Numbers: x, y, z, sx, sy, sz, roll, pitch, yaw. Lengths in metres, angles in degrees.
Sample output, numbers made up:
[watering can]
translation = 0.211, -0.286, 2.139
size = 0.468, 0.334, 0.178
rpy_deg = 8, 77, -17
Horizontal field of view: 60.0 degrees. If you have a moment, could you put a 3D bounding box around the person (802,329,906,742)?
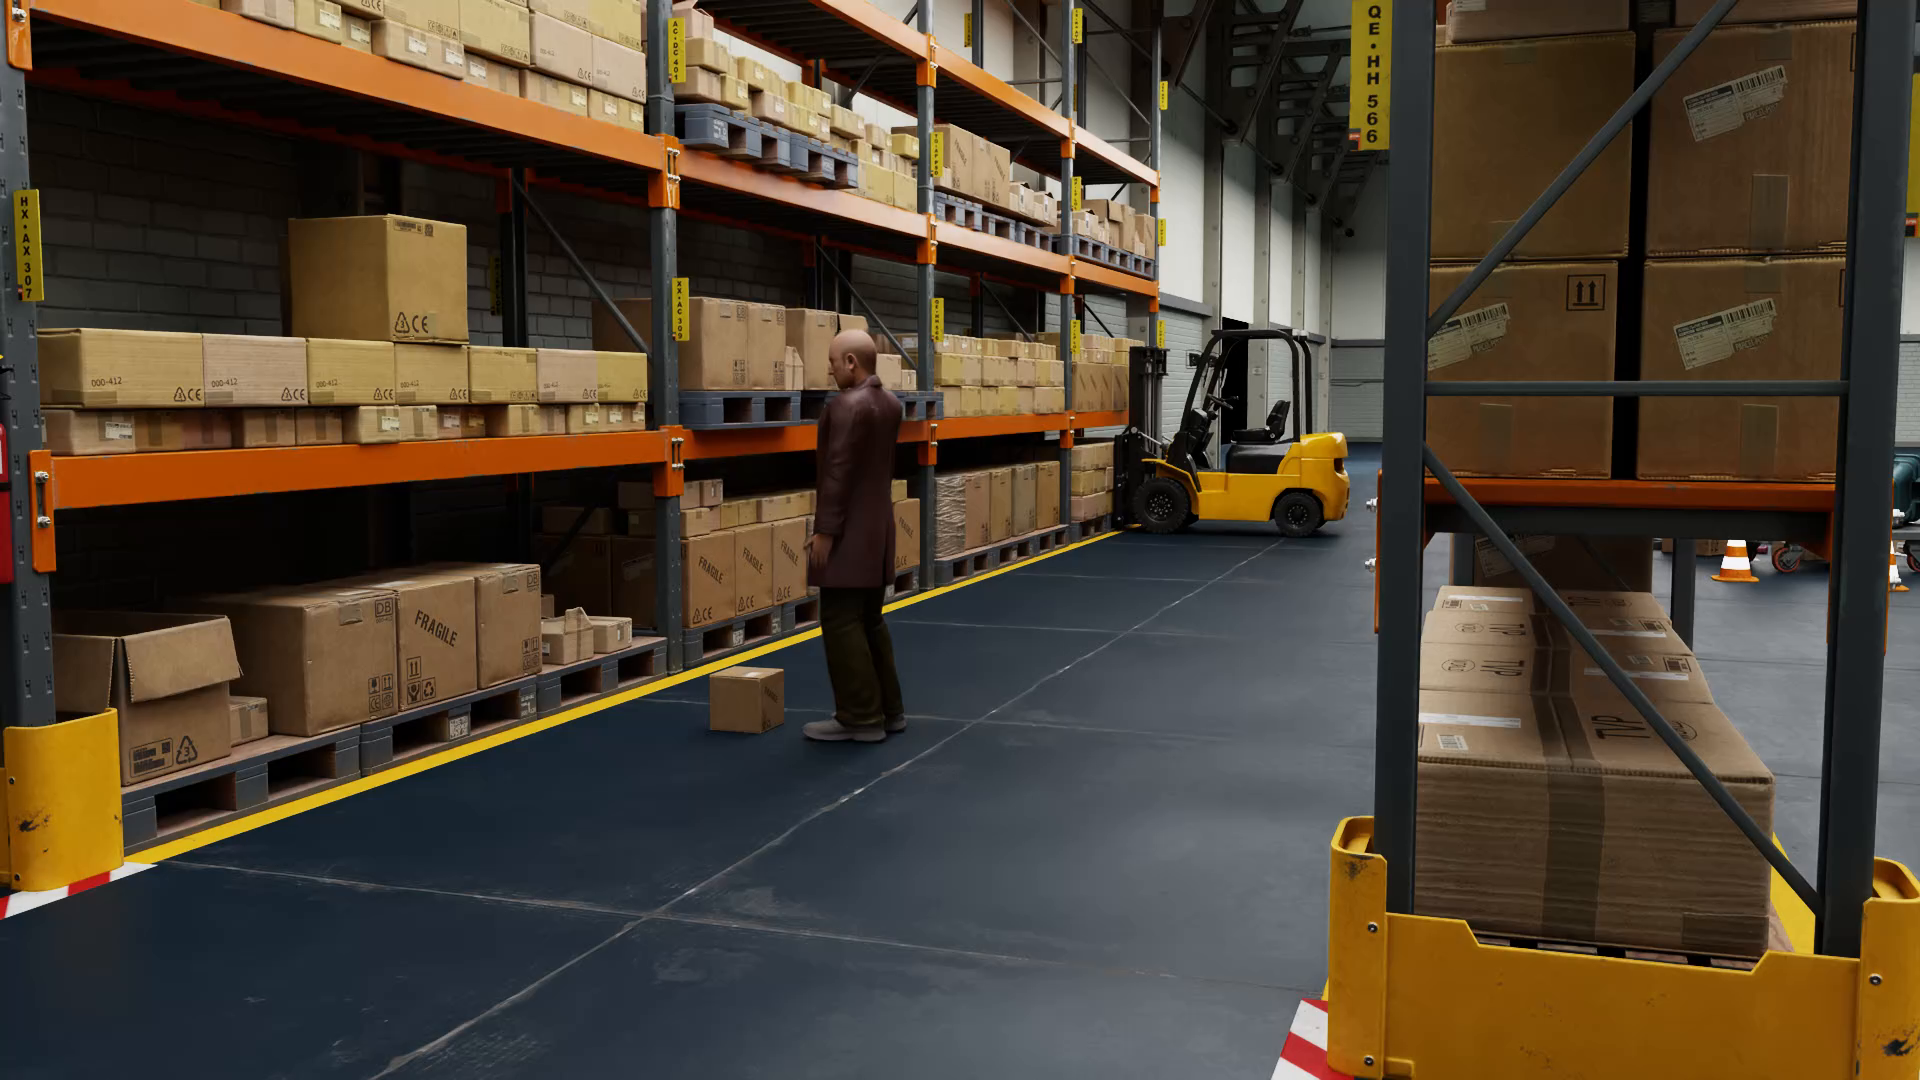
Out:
[person]
translation = -0.470, -0.022, 7.220
size = 0.378, 1.774, 0.562
rpy_deg = 2, 5, 20
